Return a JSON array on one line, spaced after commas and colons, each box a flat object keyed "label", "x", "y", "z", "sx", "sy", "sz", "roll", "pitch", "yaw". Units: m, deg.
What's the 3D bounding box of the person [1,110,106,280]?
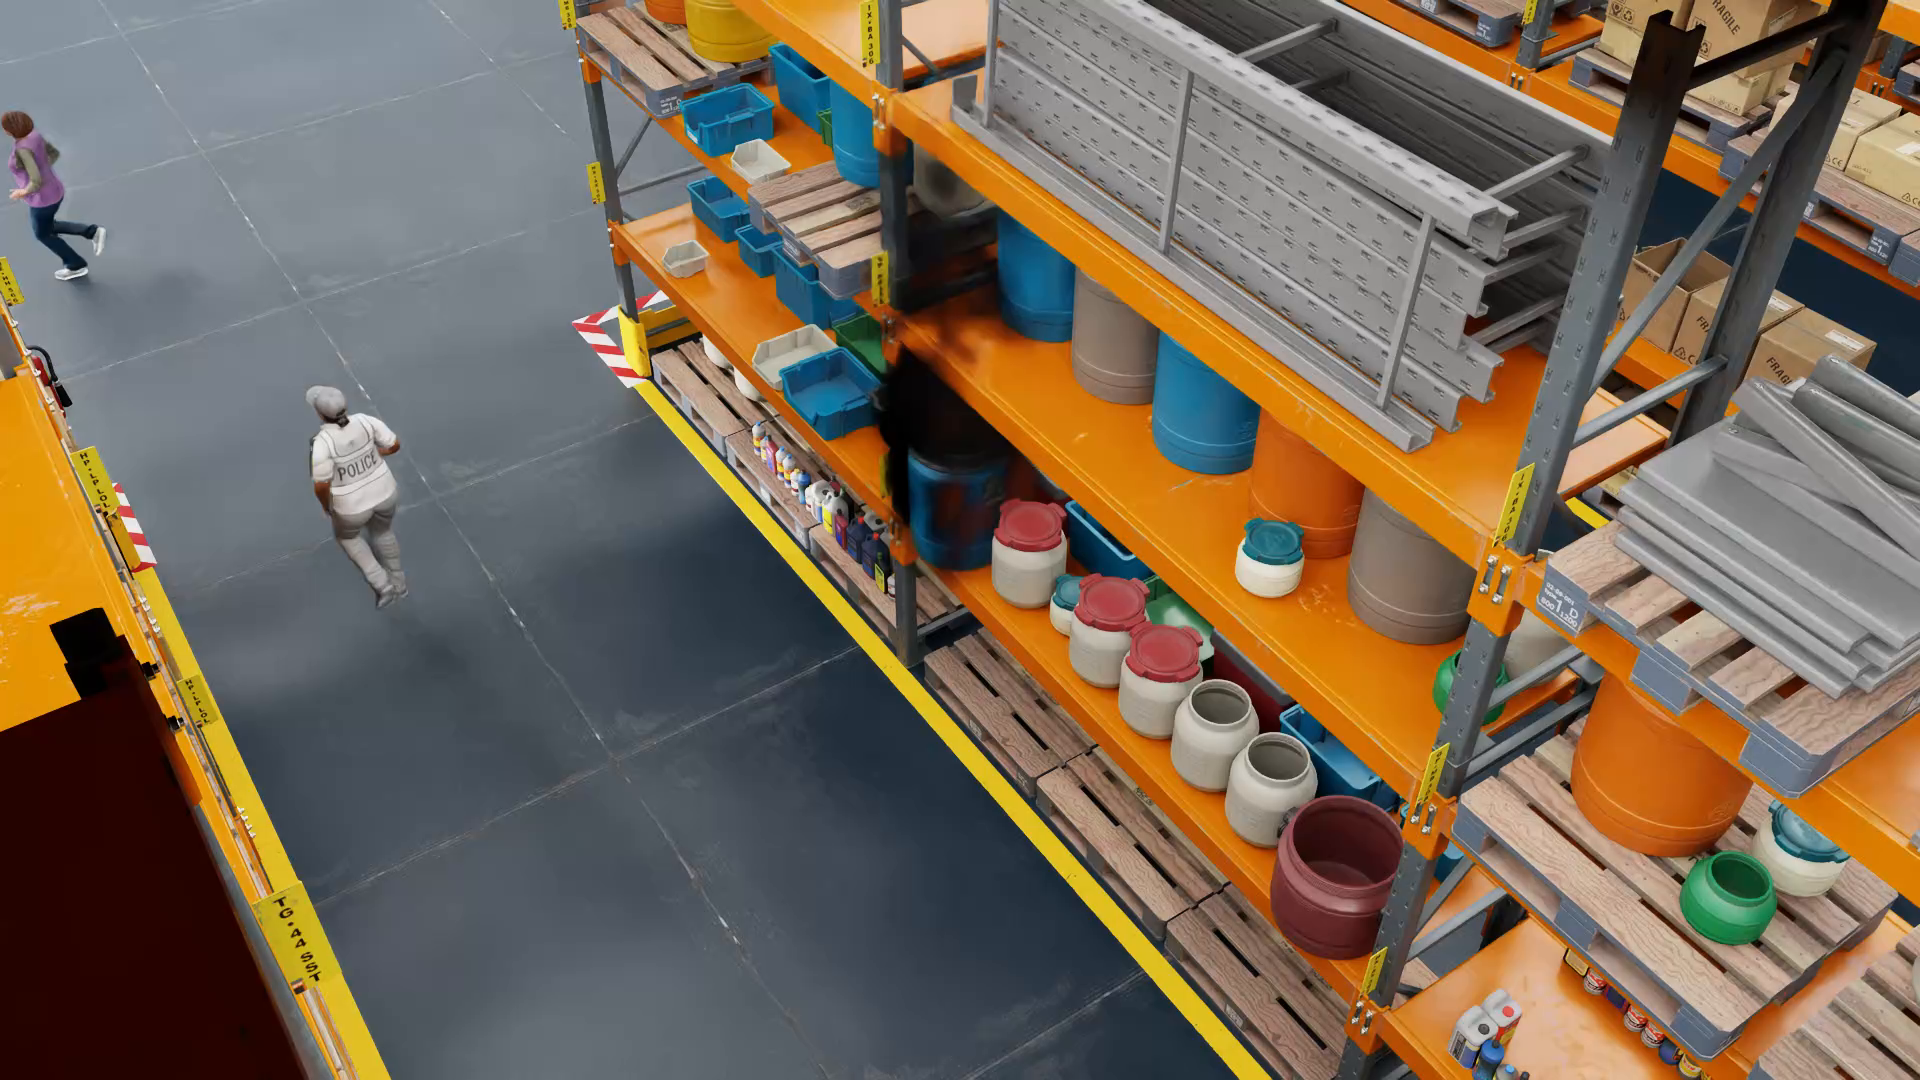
[{"label": "person", "x": -7.488, "y": -2.832, "z": 13.703, "sx": 0.549, "sy": 1.557, "sz": 0.538, "roll": -7, "pitch": 43, "yaw": -7}]

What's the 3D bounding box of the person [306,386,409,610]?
[{"label": "person", "x": -3.778, "y": -0.286, "z": 10.461, "sx": 0.498, "sy": 1.672, "sz": 0.621, "roll": 34, "pitch": 52, "yaw": 31}]
